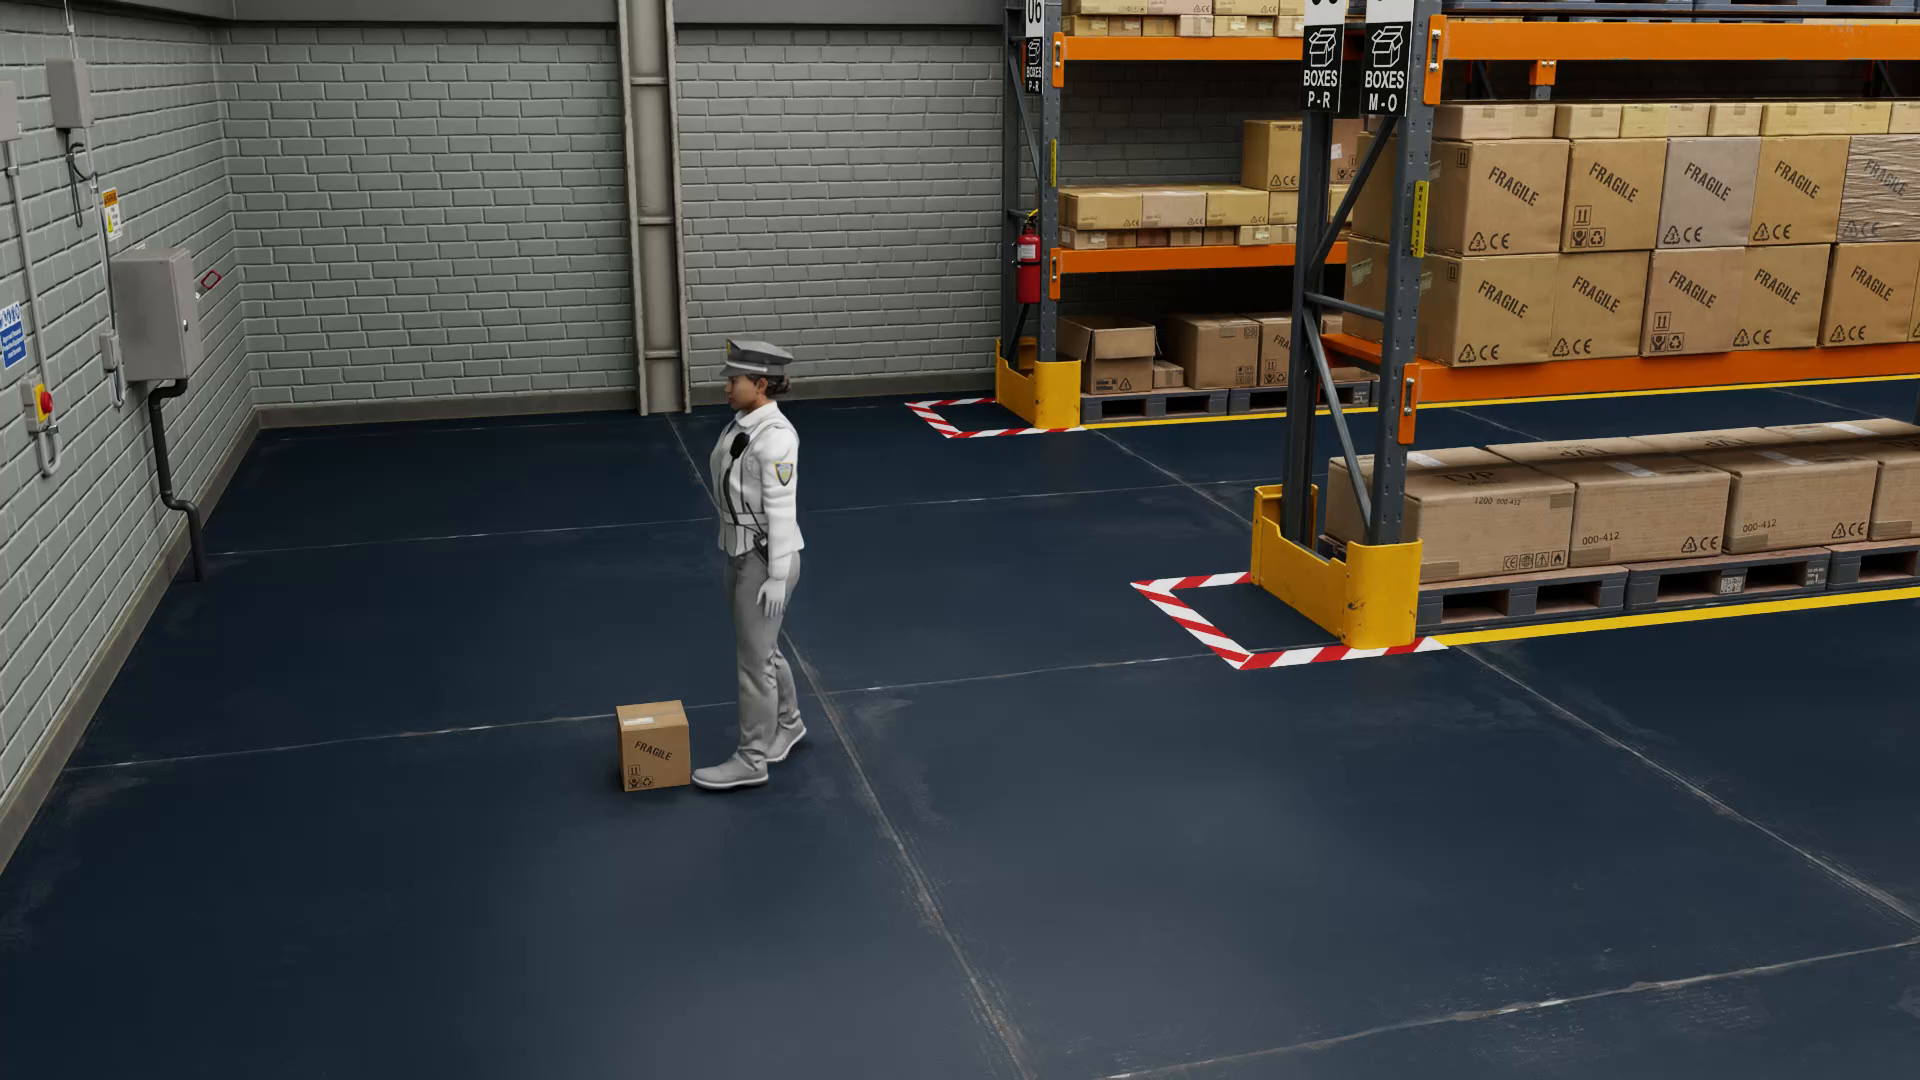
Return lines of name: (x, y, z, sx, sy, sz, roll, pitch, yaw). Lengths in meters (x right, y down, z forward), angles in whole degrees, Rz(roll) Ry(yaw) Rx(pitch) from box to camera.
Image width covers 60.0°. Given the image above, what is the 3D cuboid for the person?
person: (-0.786, 0.091, 6.190, 0.538, 1.689, 0.509, -7, 18, -23)
